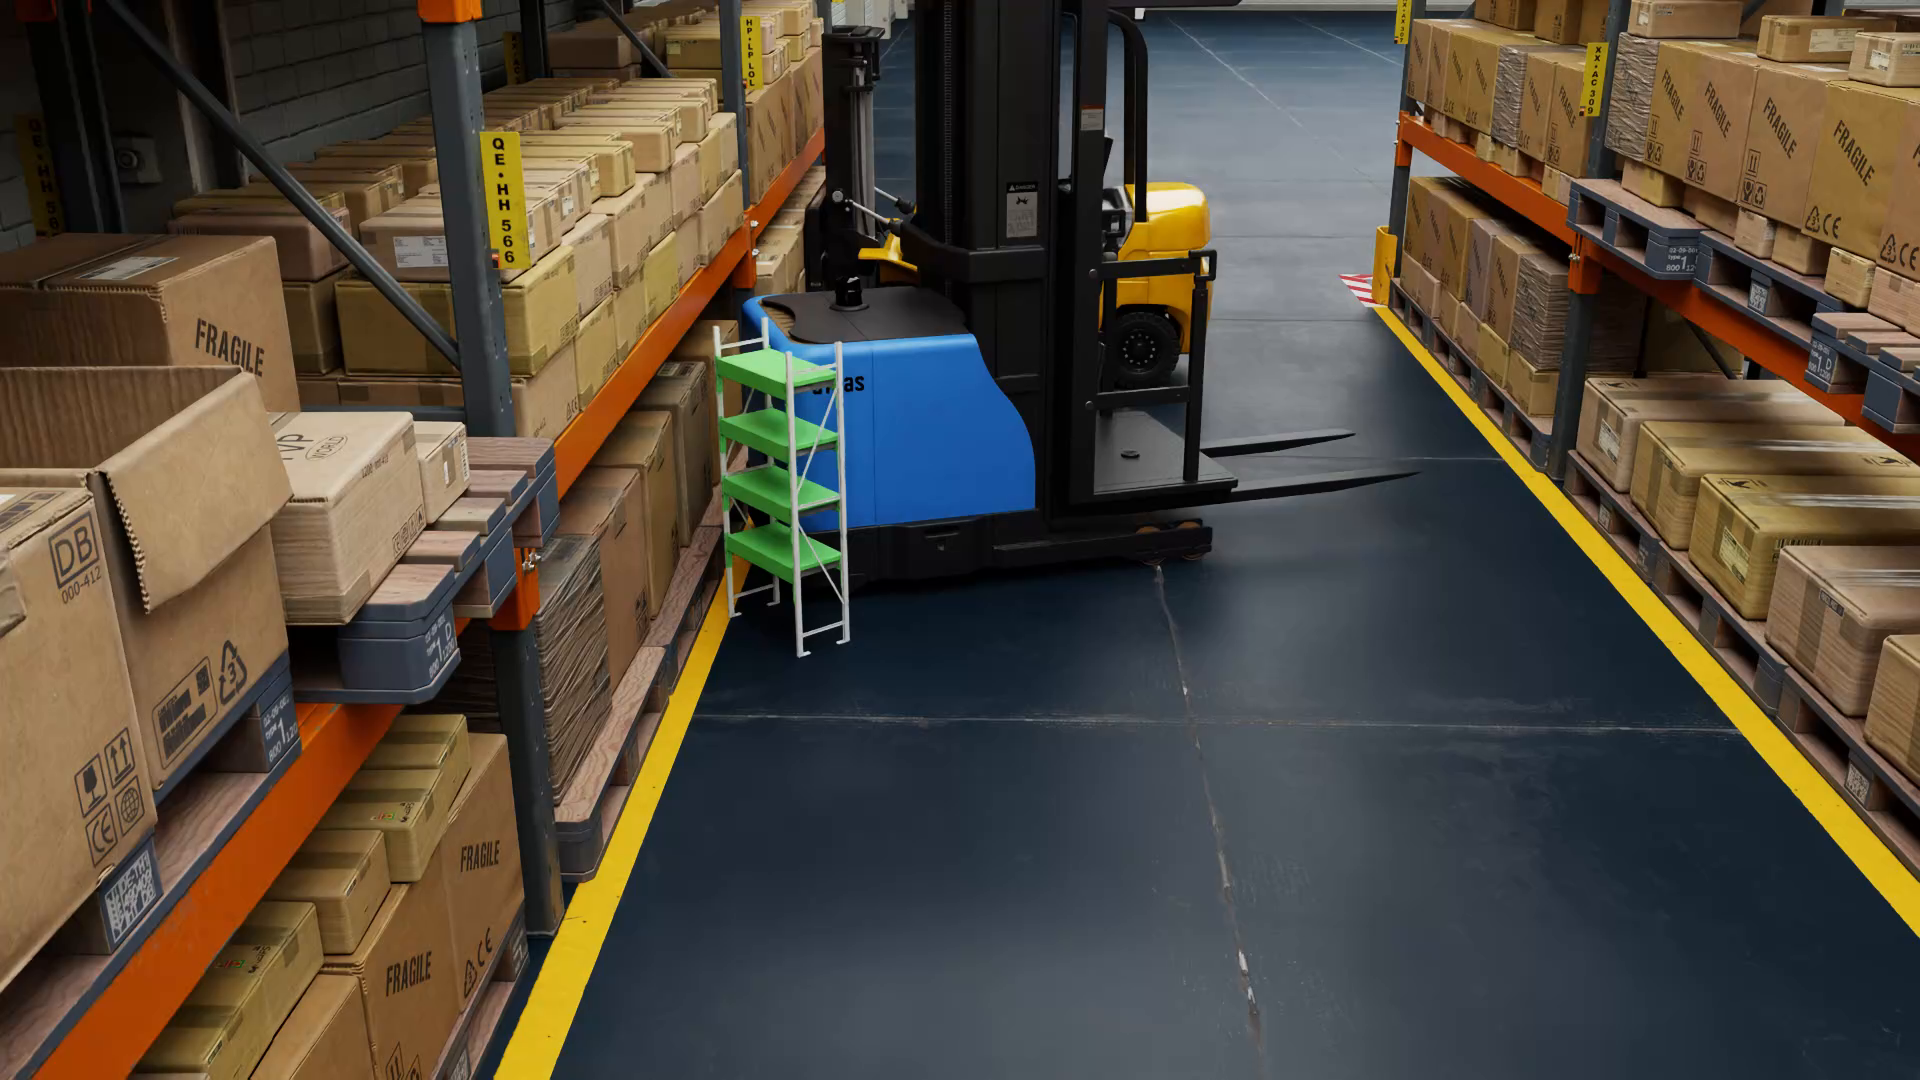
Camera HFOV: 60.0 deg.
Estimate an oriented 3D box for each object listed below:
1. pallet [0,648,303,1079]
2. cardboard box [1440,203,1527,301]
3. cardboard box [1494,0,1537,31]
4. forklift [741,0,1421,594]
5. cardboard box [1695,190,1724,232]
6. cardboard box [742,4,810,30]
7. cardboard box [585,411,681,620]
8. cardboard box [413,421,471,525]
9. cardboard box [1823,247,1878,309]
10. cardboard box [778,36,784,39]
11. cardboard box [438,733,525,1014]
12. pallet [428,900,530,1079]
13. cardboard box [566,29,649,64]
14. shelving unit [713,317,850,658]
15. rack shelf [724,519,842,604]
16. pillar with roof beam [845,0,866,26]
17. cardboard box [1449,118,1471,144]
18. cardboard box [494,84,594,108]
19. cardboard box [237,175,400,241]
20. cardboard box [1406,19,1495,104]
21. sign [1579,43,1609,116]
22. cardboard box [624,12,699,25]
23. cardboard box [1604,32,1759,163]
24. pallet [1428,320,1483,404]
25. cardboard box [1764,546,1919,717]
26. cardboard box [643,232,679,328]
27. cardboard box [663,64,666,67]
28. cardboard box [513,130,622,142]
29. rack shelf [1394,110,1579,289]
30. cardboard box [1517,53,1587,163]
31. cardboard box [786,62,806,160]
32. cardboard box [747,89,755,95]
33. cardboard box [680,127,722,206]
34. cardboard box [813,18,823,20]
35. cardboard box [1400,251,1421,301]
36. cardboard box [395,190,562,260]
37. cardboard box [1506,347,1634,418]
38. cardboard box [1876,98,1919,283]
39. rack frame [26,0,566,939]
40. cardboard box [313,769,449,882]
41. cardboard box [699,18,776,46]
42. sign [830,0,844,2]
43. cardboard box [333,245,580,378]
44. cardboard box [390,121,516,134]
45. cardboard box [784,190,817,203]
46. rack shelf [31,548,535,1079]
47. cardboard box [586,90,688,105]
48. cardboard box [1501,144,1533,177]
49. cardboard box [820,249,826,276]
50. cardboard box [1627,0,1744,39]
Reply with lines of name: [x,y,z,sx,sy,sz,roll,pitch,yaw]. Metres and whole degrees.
pallet: [-1.687,0.483,2.403,1.003,0.211,1.213,1,21,2]
cardboard box: [3.236,-1.745,10.063,0.500,0.500,0.500,1,21,3]
cardboard box: [3.752,-3.430,10.292,0.700,0.500,0.500,1,21,2]
forklift: [0.600,-1.433,7.169,3.031,2.935,1.130,-6,22,-16]
cardboard box: [3.120,-1.299,6.497,0.380,0.149,0.250,1,21,2]
cardboard box: [-1.126,-3.189,10.155,0.380,0.149,0.250,1,21,3]
cardboard box: [-1.568,-0.104,6.351,0.875,0.625,0.625,0,21,-1]
cardboard box: [-1.269,-0.147,3.527,0.380,0.149,0.250,1,21,3]
cardboard box: [3.012,-0.836,5.304,0.380,0.149,0.250,1,21,3]
cardboard box: [-1.232,-2.869,9.743,0.380,0.149,0.250,0,21,1]
cardboard box: [-1.431,0.815,4.157,0.500,0.500,0.500,1,21,3]
pallet: [-1.693,1.260,3.990,1.003,0.211,1.213,1,21,2]
cardboard box: [-1.754,-2.453,8.257,0.380,0.149,0.250,0,21,0]
shelving unit: [-0.684,-0.206,6.401,0.258,1.200,0.503,-17,27,-37]
rack shelf: [-0.685,0.077,6.511,0.258,0.148,0.480,-17,27,-37]
pillar with roof beam: [2.539,-12.218,26.578,9.100,9.000,0.400,1,21,2]
cardboard box: [3.244,-2.540,10.275,0.380,0.149,0.250,1,21,3]
cardboard box: [-1.797,-1.884,7.203,0.380,0.149,0.250,0,21,0]
cardboard box: [-1.860,-0.967,4.840,0.380,0.149,0.250,1,21,2]
cardboard box: [3.280,-3.166,10.993,0.500,0.500,0.500,0,21,1]
sign: [2.908,-2.110,7.622,0.100,0.325,0.005,1,21,2]
cardboard box: [-1.693,-2.916,9.452,0.380,0.149,0.250,1,21,3]
cardboard box: [3.150,-1.917,7.194,0.500,0.500,0.500,1,21,3]
pallet: [3.470,-1.088,10.042,1.003,0.211,1.213,1,21,2]
cardboard box: [3.370,0.302,5.657,0.950,0.372,0.625,0,21,1]
cardboard box: [-1.329,-0.953,6.046,0.500,0.250,0.500,1,21,3]
cardboard box: [-1.699,-2.594,9.032,0.380,0.149,0.250,1,21,3]
cardboard box: [-1.389,-1.333,5.782,0.380,0.149,0.250,1,21,2]
rack shelf: [3.511,-2.090,9.764,1.077,0.370,4.000,1,21,2]
cardboard box: [3.224,-2.238,8.600,0.500,0.500,0.500,1,21,3]
cardboard box: [-1.187,-2.513,9.722,0.500,0.500,0.500,1,21,2]
cardboard box: [-1.232,-2.311,8.303,0.380,0.149,0.250,1,21,3]
cardboard box: [-1.279,-1.553,6.900,0.500,0.250,0.500,0,21,0]
cardboard box: [-1.120,-3.423,11.169,0.380,0.149,0.250,1,21,2]
cardboard box: [3.271,-1.774,11.176,0.500,0.250,0.500,0,21,1]
cardboard box: [-1.322,-0.867,4.582,0.380,0.149,0.250,1,21,3]
cardboard box: [3.200,-0.833,8.751,0.500,0.250,0.500,2,21,4]
cardboard box: [3.069,-0.992,4.809,0.500,0.500,0.500,0,21,1]
rack frame: [-1.633,-0.310,4.180,1.000,3.000,0.127,1,21,2]
cardboard box: [-1.372,0.638,3.717,0.380,0.149,0.250,0,21,-1]
cardboard box: [-1.197,-2.730,8.971,0.380,0.149,0.250,0,21,1]
sign: [-0.847,-3.841,11.355,0.100,0.325,0.005,1,21,2]
cardboard box: [-1.350,-0.630,4.523,0.500,0.250,0.500,1,21,2]
cardboard box: [-1.829,-1.430,6.032,0.380,0.149,0.250,1,21,2]
cardboard box: [-1.107,-2.045,10.491,0.500,0.250,0.500,1,21,2]
rack shelf: [-1.694,0.749,2.447,1.077,0.370,4.000,1,21,2]
cardboard box: [-1.349,-1.798,6.980,0.380,0.149,0.250,1,21,2]
cardboard box: [3.183,-2.073,9.071,0.380,0.149,0.250,0,21,1]
cardboard box: [-1.112,-1.802,10.555,0.500,0.250,0.500,0,21,0]
cardboard box: [3.083,-2.220,7.077,0.380,0.149,0.250,1,21,1]
